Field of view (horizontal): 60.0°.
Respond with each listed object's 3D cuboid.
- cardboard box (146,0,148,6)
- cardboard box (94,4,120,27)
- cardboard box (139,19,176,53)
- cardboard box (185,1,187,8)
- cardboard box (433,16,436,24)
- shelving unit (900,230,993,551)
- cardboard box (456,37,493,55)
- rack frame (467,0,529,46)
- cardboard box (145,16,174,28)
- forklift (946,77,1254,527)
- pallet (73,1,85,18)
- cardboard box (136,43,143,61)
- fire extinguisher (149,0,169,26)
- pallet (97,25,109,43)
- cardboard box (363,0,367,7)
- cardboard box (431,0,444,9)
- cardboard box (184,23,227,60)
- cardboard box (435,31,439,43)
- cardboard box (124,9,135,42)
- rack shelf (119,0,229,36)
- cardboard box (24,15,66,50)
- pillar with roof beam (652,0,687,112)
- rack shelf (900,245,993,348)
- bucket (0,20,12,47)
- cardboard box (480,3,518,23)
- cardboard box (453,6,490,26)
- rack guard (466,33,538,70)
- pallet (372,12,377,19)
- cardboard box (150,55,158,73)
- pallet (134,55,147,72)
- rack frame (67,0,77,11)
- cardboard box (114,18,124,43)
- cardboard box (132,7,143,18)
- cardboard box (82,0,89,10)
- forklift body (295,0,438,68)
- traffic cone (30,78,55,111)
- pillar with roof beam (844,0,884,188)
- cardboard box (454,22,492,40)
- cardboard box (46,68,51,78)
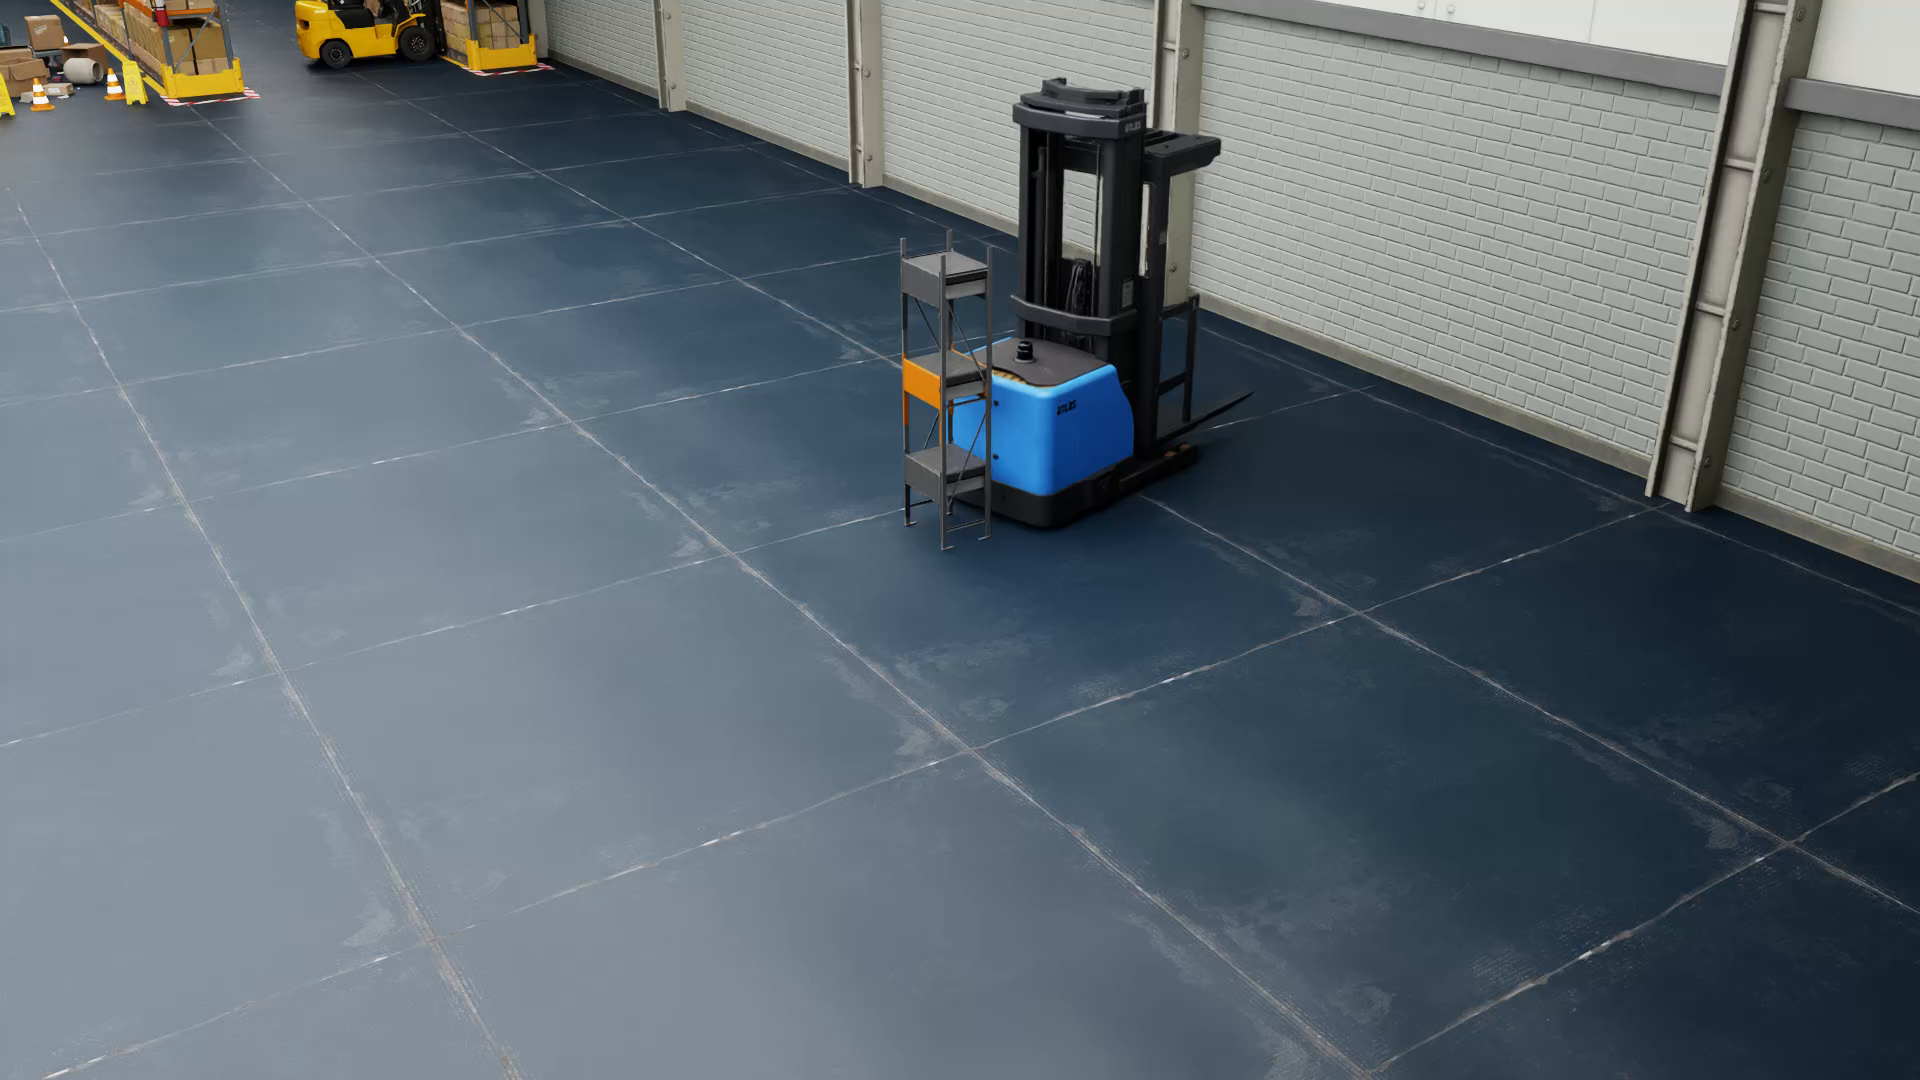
[{"bbox_3d":[-13.018,-8.760,27.049,0.380,0.149,0.250,-16,30,-30],"label":"cardboard box"},{"bbox_3d":[-16.348,-10.287,32.576,0.950,0.372,0.625,-18,31,-33],"label":"cardboard box"},{"bbox_3d":[-13.494,-8.508,28.071,0.500,0.500,0.500,-16,30,-31],"label":"cardboard box"},{"bbox_3d":[-12.443,-8.771,27.074,0.380,0.149,0.250,-15,29,-29],"label":"cardboard box"},{"bbox_3d":[-9.486,-9.602,30.681,0.500,0.250,0.500,-16,29,-30],"label":"cardboard box"},{"bbox_3d":[-0.090,-1.009,11.390,0.431,2.100,0.503,-16,29,-30],"label":"shelving unit"},{"bbox_3d":[-8.646,-8.827,29.627,0.500,0.250,0.500,-15,29,-29],"label":"cardboard box"},{"bbox_3d":[-8.124,-9.786,28.929,1.000,3.000,0.127,-16,29,-30],"label":"rack frame"},{"bbox_3d":[-13.194,-8.549,27.398,0.380,0.149,0.250,-15,29,-28],"label":"cardboard box"},{"bbox_3d":[1.196,-1.968,12.448,1.130,2.935,3.031,20,32,36],"label":"forklift"},{"bbox_3d":[-18.348,-11.401,35.616,1.003,0.211,1.213,-16,29,-30],"label":"pallet"},{"bbox_3d":[-14.068,-8.543,29.025,0.500,0.250,0.500,-14,29,-27],"label":"cardboard box"},{"bbox_3d":[-12.605,-8.445,26.178,0.296,0.674,0.183,-16,29,-30],"label":"fire extinguisher"},{"bbox_3d":[-16.223,-9.949,32.540,1.003,0.211,1.213,-16,29,-30],"label":"pallet"},{"bbox_3d":[-12.163,-11.538,34.929,0.875,0.625,0.625,-15,29,-28],"label":"cardboard box"},{"bbox_3d":[-9.475,-9.819,30.557,0.500,0.250,0.500,-16,30,-31],"label":"cardboard box"},{"bbox_3d":[-12.503,-8.275,27.579,0.500,0.500,0.500,-17,30,-31],"label":"cardboard box"},{"bbox_3d":[-9.477,-9.369,30.774,0.500,0.250,0.500,-15,29,-28],"label":"cardboard box"},{"bbox_3d":[-14.369,-9.071,29.264,0.500,0.500,0.500,-14,29,-27],"label":"cardboard box"},{"bbox_3d":[-13.373,-9.018,28.145,1.077,0.370,4.000,-16,29,-30],"label":"rack shelf"},{"bbox_3d":[-15.940,-8.846,28.977,0.500,0.500,0.500,-16,29,-30],"label":"cardboard box"},{"bbox_3d":[-8.081,-9.809,21.950,9.100,9.000,0.400,-16,29,-30],"label":"pillar with roof beam"},{"bbox_3d":[-0.090,-1.629,11.097,0.431,0.518,0.480,-16,29,-30],"label":"rack shelf"},{"bbox_3d":[-16.551,-8.565,28.396,0.726,0.611,0.620,-6,16,-12],"label":"bucket"},{"bbox_3d":[-8.228,-9.401,29.671,0.500,0.250,0.500,-16,30,-30],"label":"cardboard box"},{"bbox_3d":[-8.637,-9.277,29.408,0.500,0.250,0.500,-14,29,-28],"label":"cardboard box"},{"bbox_3d":[-8.111,-8.647,29.445,1.175,0.500,0.348,-16,29,-30],"label":"rack guard"},{"bbox_3d":[-11.413,-10.647,34.019,1.003,0.211,1.213,-16,29,-30],"label":"pallet"},{"bbox_3d":[-13.224,-7.988,27.849,0.500,0.250,0.500,-15,29,-29],"label":"cardboard box"},{"bbox_3d":[-14.069,-8.566,29.611,1.003,0.211,1.213,-16,29,-30],"label":"pallet"},{"bbox_3d":[-18.832,-12.920,35.568,1.000,3.000,0.127,-16,29,-30],"label":"rack frame"},{"bbox_3d":[-15.149,-9.504,30.917,0.950,0.372,0.625,-14,28,-26],"label":"cardboard box"},{"bbox_3d":[-13.920,-9.026,28.410,0.380,0.149,0.250,-14,29,-27],"label":"cardboard box"},{"bbox_3d":[-17.927,-11.625,34.821,0.875,0.875,0.875,-15,29,-28],"label":"cardboard box"},{"bbox_3d":[-10.688,-9.656,29.647,2.313,2.155,1.214,-16,29,-30],"label":"forklift body"},{"bbox_3d":[-14.341,-6.954,25.901,0.336,0.463,0.334,-16,29,-30],"label":"traffic cone"},{"bbox_3d":[-4.806,-7.663,17.404,9.100,9.000,0.400,-16,29,-30],"label":"pillar with roof beam"},{"bbox_3d":[-8.652,-9.060,29.534,0.500,0.250,0.500,-16,30,-30],"label":"cardboard box"},{"bbox_3d":[-15.818,-8.031,28.414,0.396,0.266,0.258,7,26,15],"label":"cardboard box"}]
